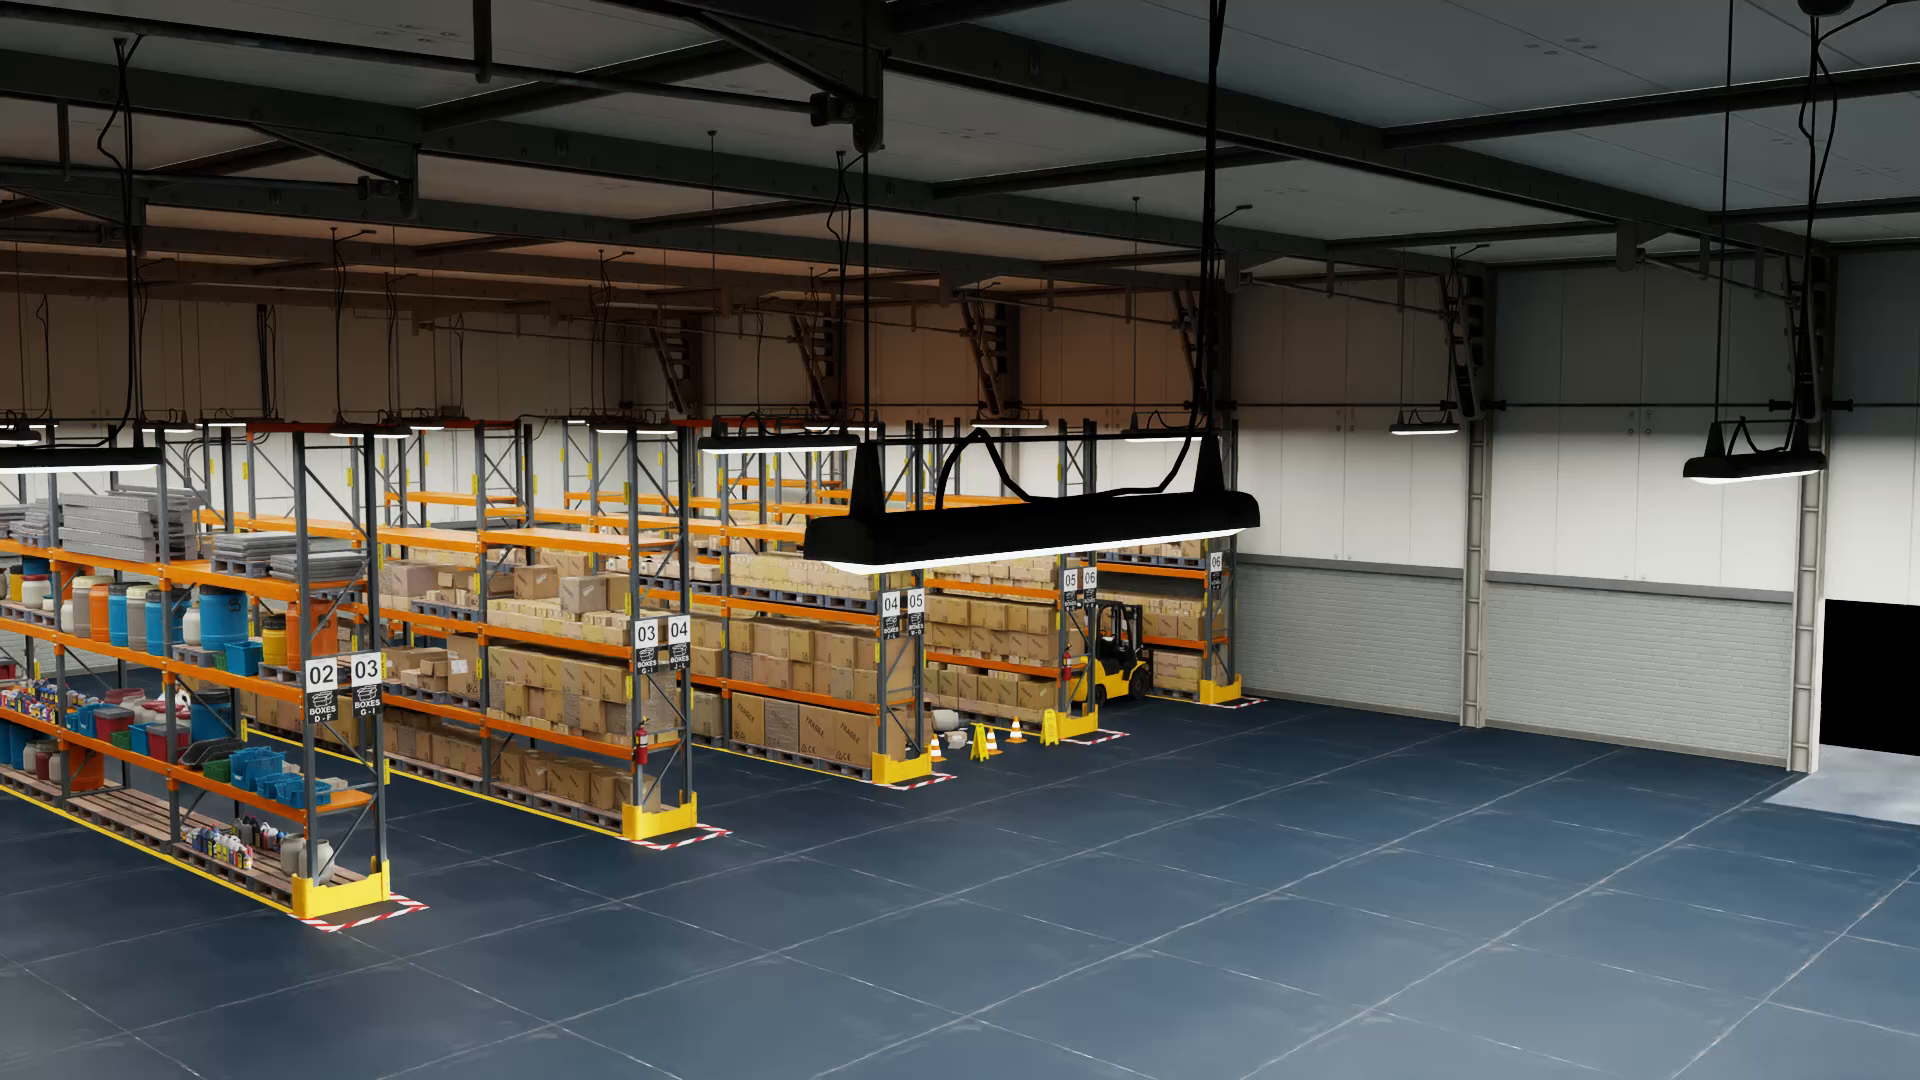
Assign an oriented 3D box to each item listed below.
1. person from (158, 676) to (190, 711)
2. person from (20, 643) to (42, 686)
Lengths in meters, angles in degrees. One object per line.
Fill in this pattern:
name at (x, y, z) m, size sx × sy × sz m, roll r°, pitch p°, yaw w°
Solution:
person at (-13.244, 3.152, 28.163) m, size 0.967 × 1.708 × 0.553 m, roll 3°, pitch 5°, yaw 30°
person at (-18.075, 2.877, 32.316) m, size 0.470 × 1.708 × 0.640 m, roll 1°, pitch 5°, yaw 9°
